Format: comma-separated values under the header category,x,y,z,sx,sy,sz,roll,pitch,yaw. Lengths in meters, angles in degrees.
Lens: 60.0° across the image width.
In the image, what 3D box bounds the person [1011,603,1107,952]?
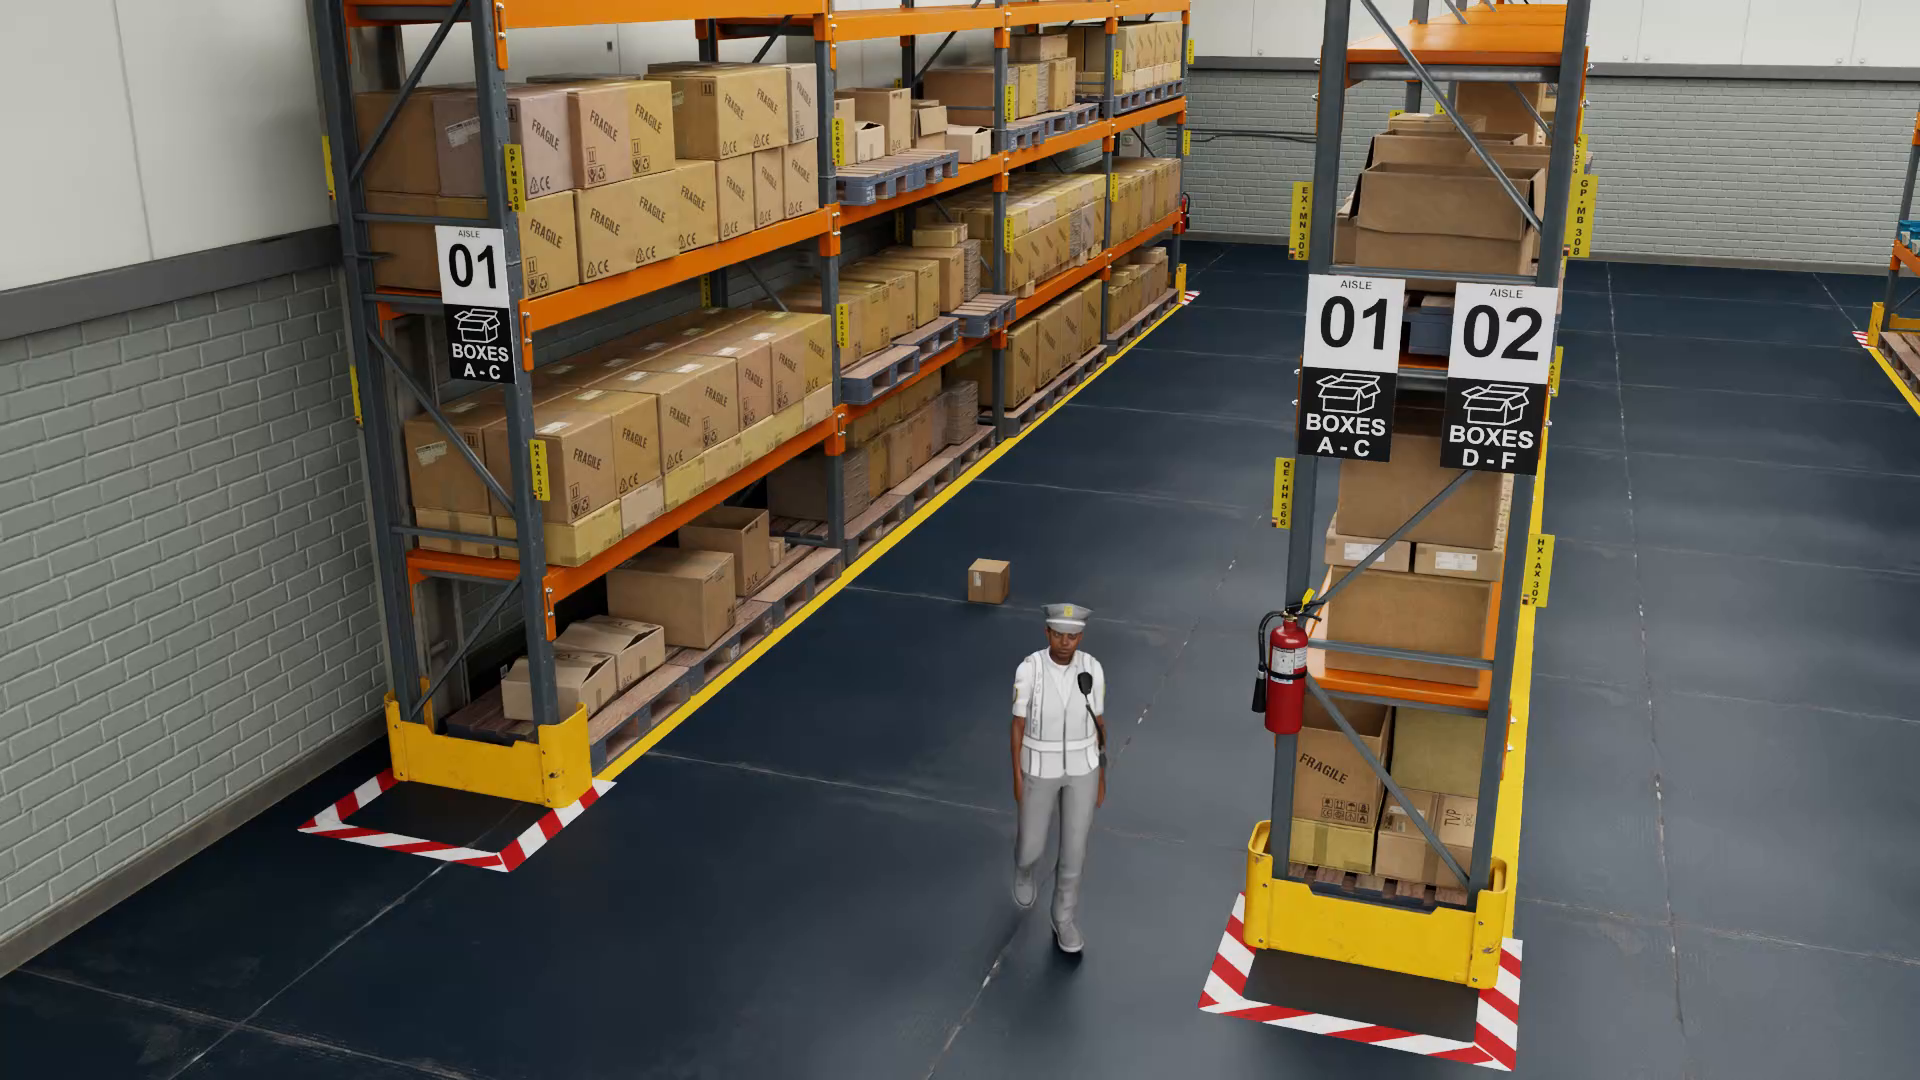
category,x,y,z,sx,sy,sz,roll,pitch,yaw
person,0.461,1.071,7.799,0.449,1.676,0.549,-2,19,-6
